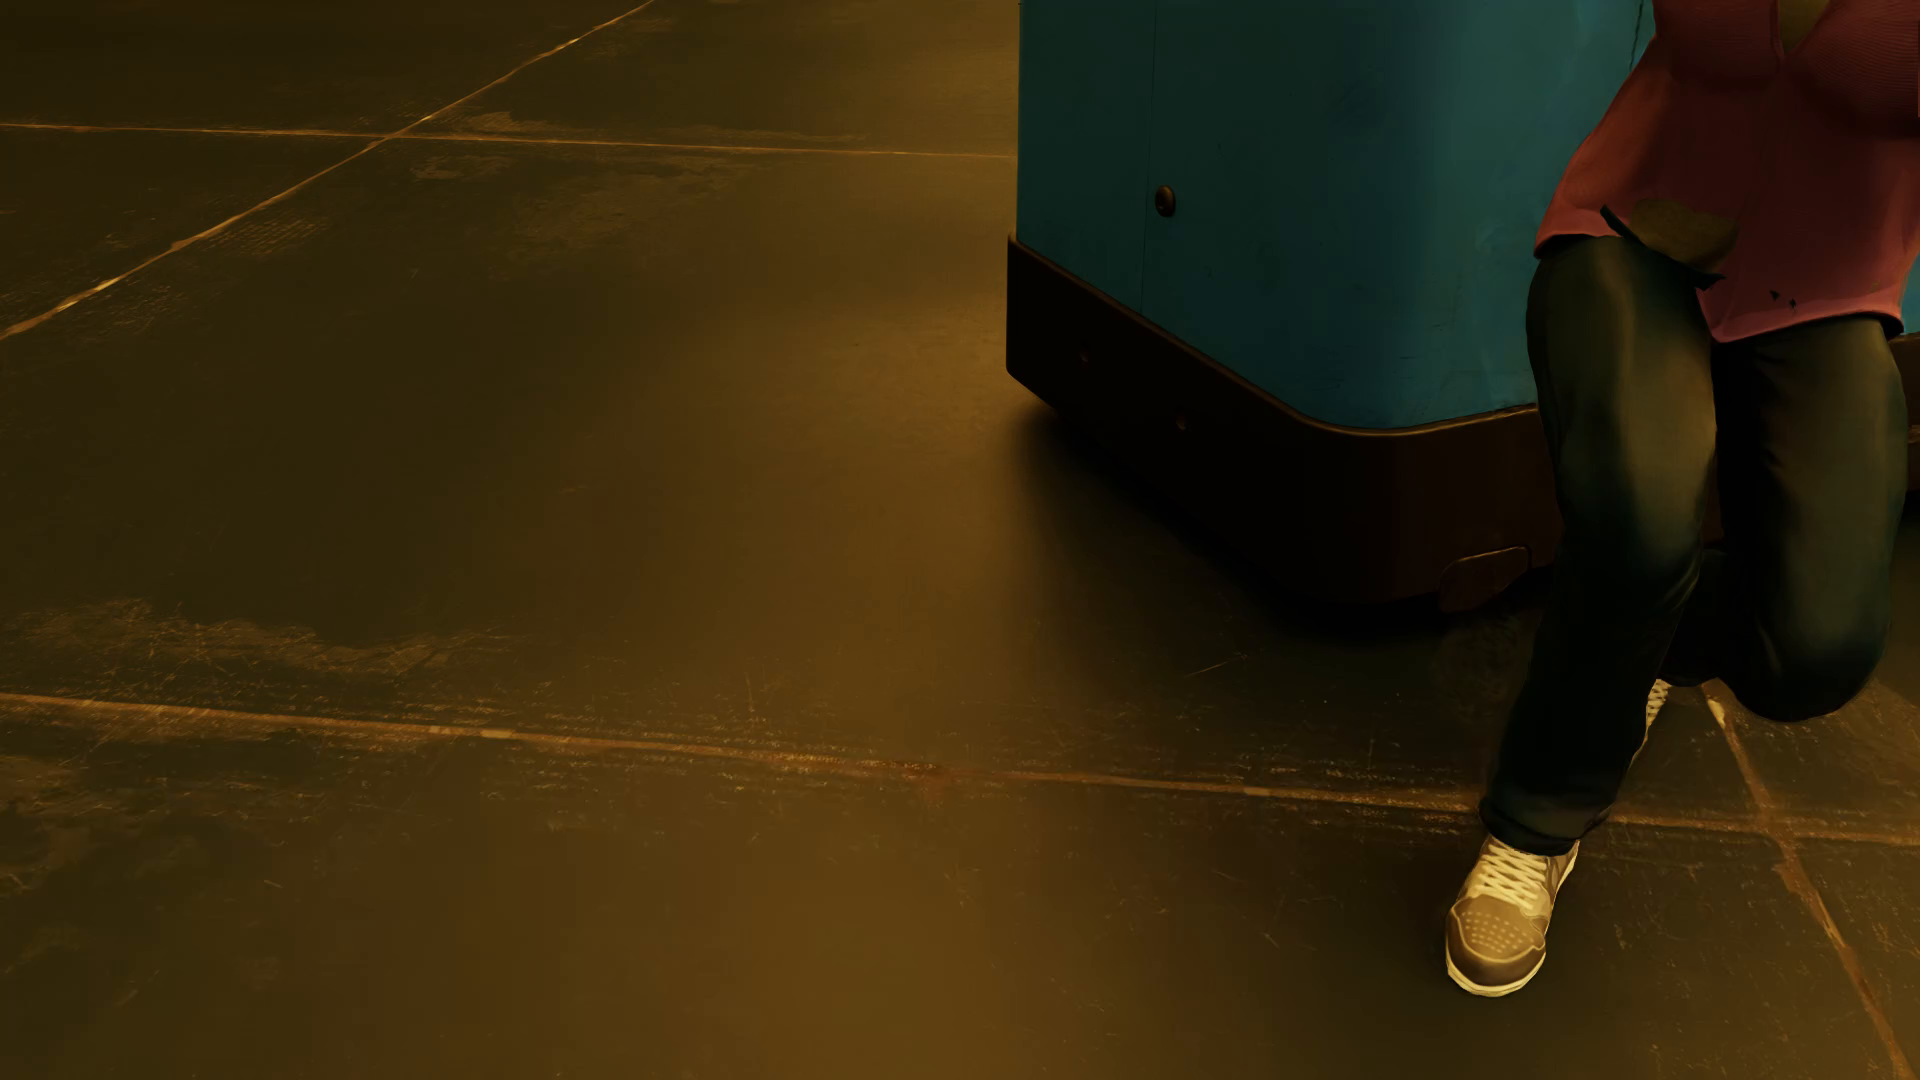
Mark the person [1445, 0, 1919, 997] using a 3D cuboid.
[{"bbox_3d":[0.606,-0.176,1.376,0.652,1.337,0.922,9,28,17],"label":"person"}]

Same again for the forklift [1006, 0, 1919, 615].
[{"bbox_3d":[1.646,-1.632,2.488,3.031,2.935,1.130,-11,29,-21],"label":"forklift"}]
